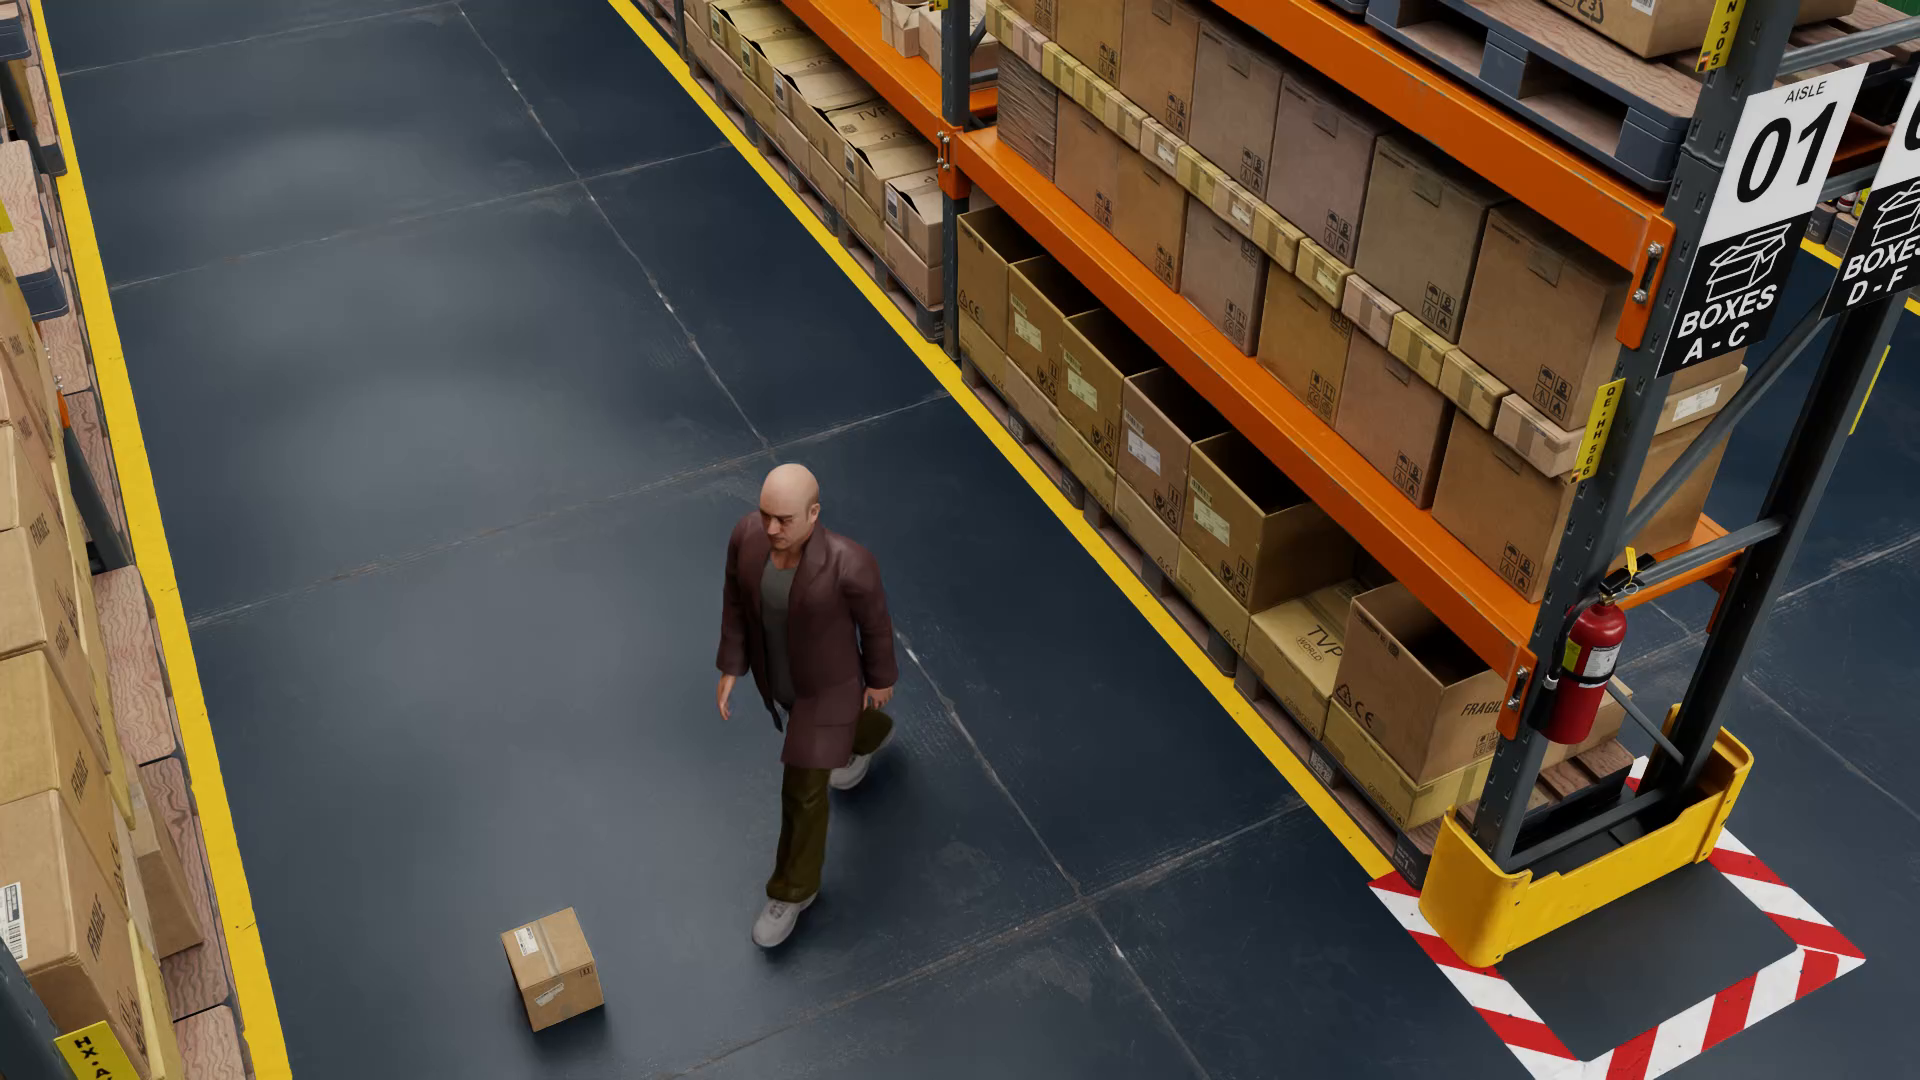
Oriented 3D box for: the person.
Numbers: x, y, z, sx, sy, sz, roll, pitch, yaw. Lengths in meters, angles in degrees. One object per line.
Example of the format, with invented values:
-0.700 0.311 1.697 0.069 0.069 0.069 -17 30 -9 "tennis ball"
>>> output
-0.532 0.449 5.645 0.581 1.737 1.093 23 46 25 "person"
